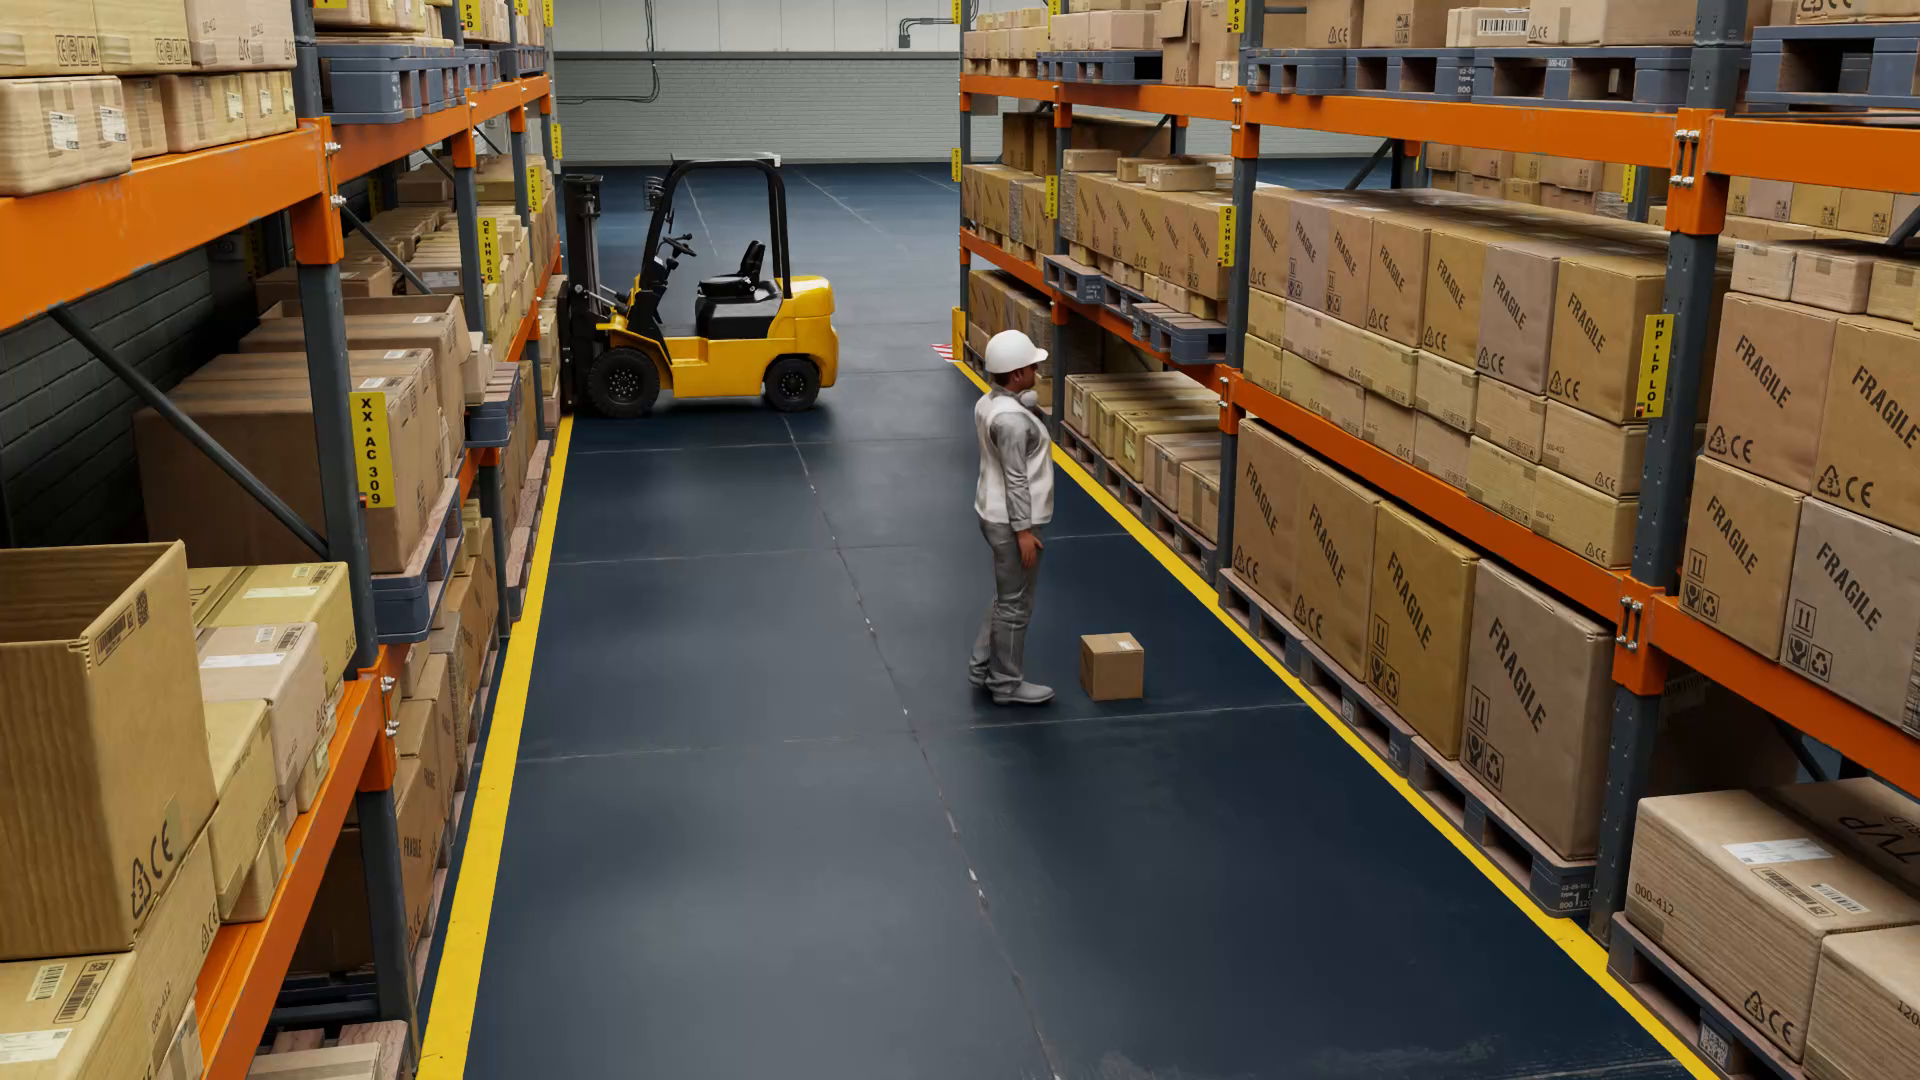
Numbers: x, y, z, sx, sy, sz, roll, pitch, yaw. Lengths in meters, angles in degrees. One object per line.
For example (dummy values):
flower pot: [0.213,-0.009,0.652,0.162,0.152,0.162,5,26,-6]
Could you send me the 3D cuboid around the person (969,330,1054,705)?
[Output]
person: [0.245,-0.101,7.800,0.381,1.781,0.545,-3,16,-10]
